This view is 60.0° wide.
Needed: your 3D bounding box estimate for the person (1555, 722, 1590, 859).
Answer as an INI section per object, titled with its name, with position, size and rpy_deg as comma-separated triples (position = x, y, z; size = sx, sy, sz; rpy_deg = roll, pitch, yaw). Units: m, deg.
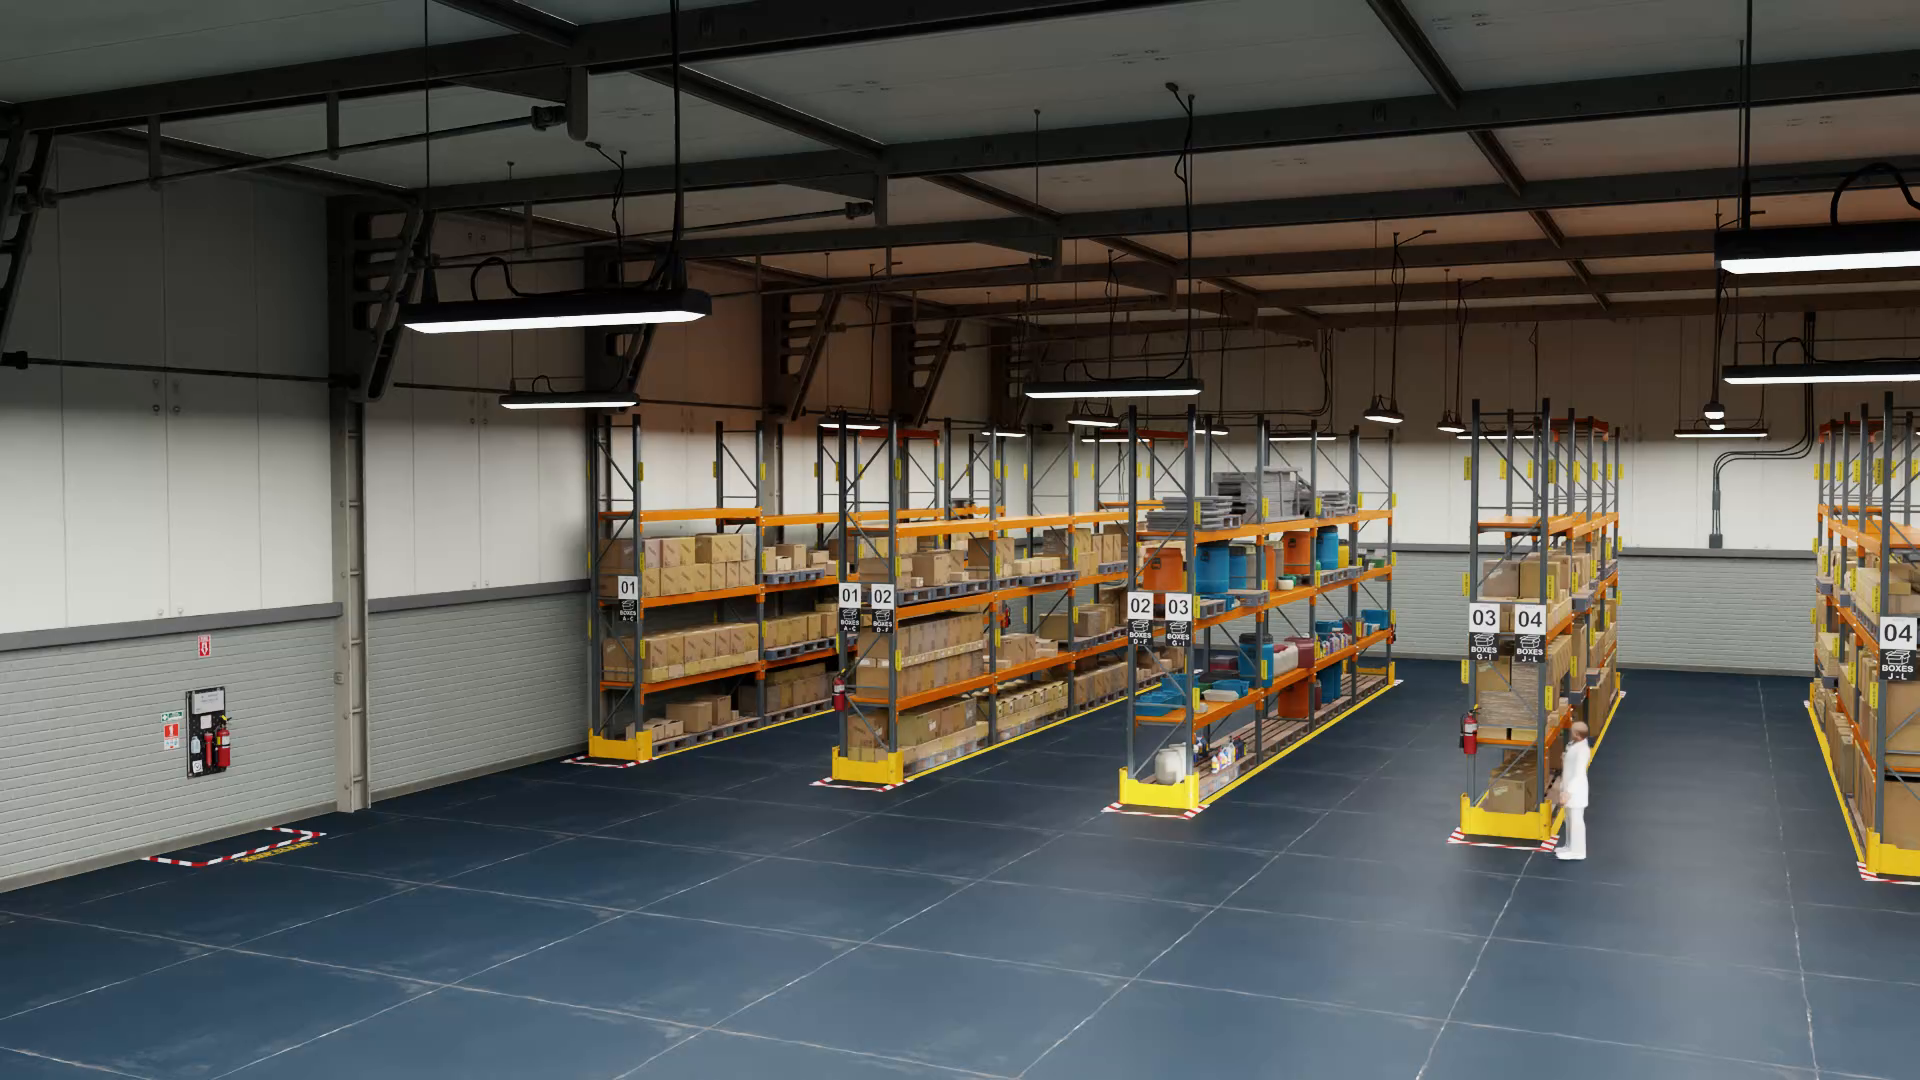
[person]
position = 7.924, 3.231, 21.557
size = 0.419, 1.791, 0.673
rpy_deg = 0, 2, 7
